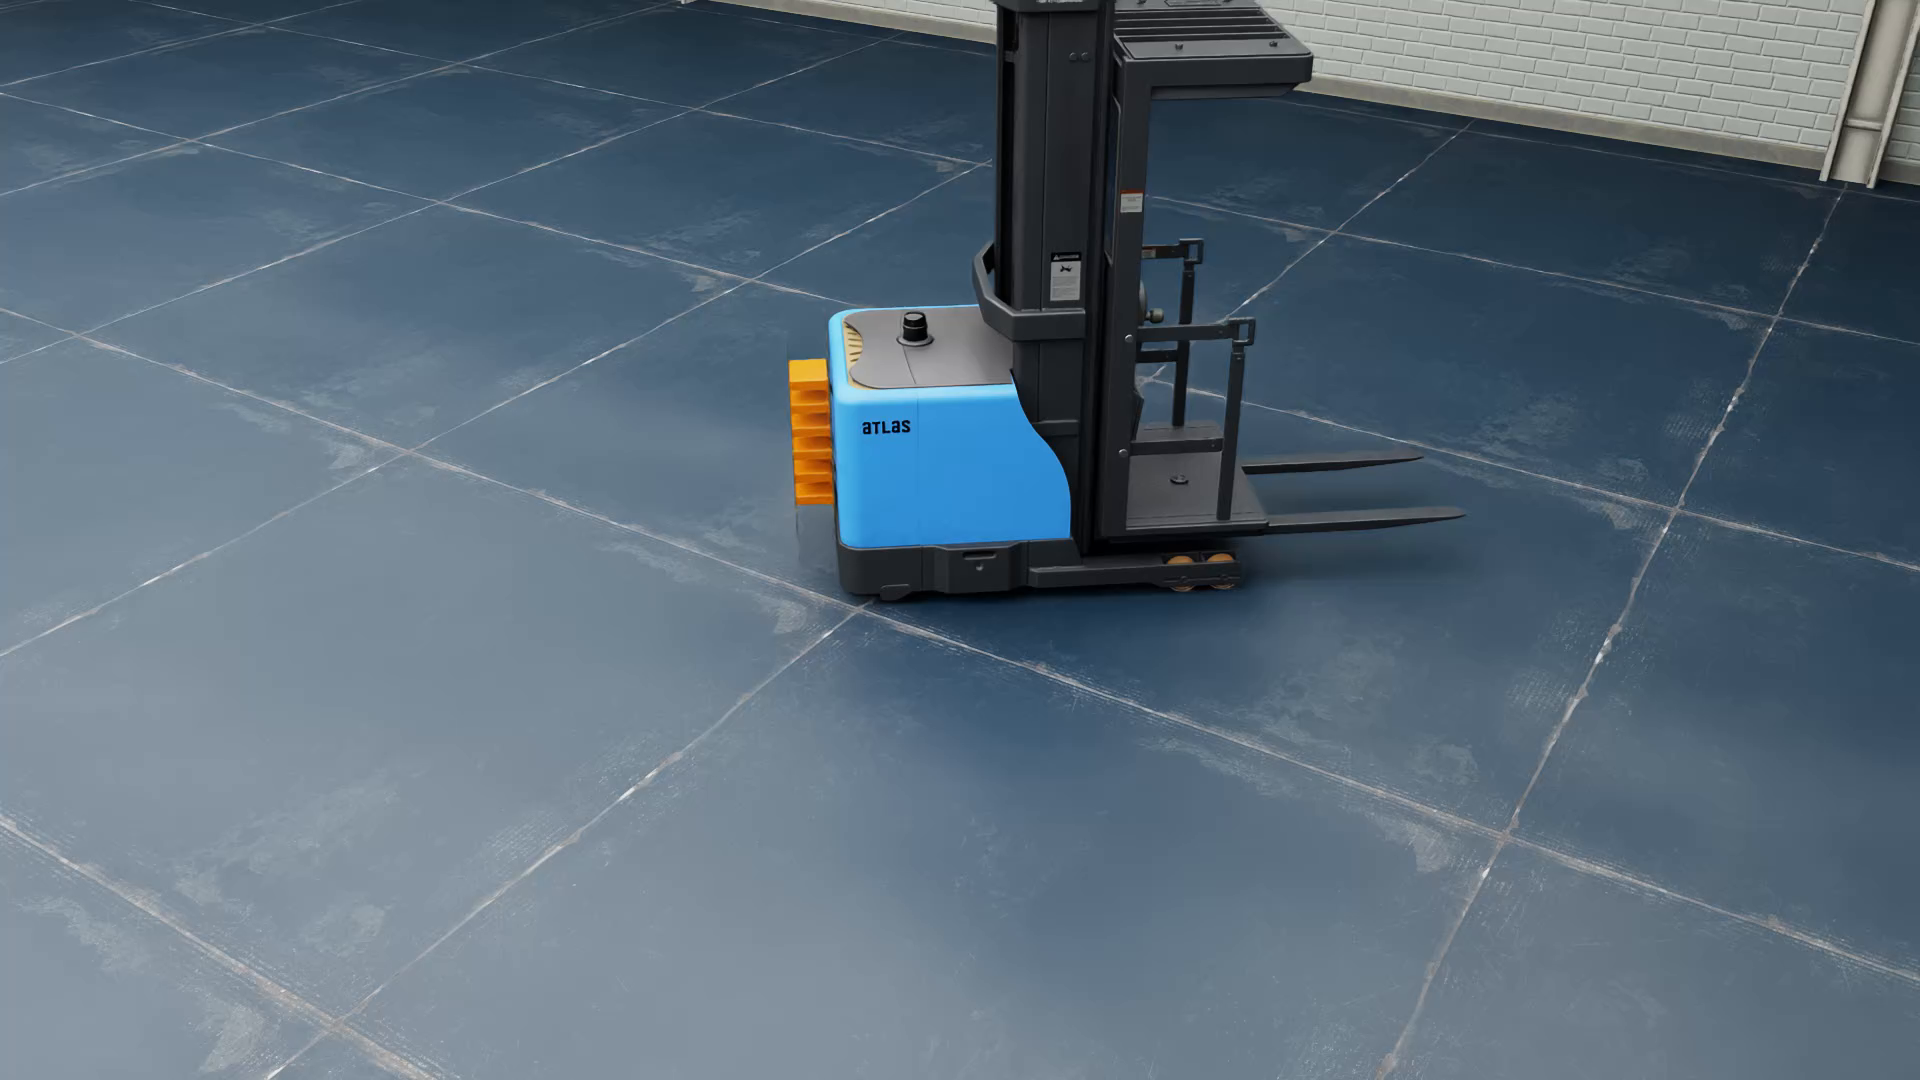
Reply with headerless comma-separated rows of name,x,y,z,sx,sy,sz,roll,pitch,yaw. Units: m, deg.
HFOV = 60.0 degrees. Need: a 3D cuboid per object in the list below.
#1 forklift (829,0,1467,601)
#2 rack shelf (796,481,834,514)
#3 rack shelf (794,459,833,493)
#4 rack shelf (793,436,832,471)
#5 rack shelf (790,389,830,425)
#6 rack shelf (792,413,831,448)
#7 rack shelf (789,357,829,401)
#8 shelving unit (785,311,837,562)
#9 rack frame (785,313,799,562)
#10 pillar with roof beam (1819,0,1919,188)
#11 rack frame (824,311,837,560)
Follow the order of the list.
forklift,0.906,-1.286,7.546,3.031,2.935,1.130,-3,30,-5
rack shelf,-0.702,-0.229,8.016,0.180,0.103,0.258,-3,30,-5
rack shelf,-0.702,-0.333,7.956,0.180,0.103,0.258,-3,30,-5
rack shelf,-0.702,-0.436,7.895,0.180,0.103,0.258,-3,30,-5
rack shelf,-0.702,-0.644,7.775,0.180,0.103,0.258,-3,30,-5
rack shelf,-0.702,-0.540,7.835,0.180,0.103,0.258,-3,30,-5
rack shelf,-0.702,-0.747,7.714,0.180,0.103,0.258,-3,30,-5
shelving unit,-0.702,-0.475,7.873,0.189,1.200,0.258,-3,30,-5
rack frame,-0.793,-0.470,7.865,0.006,1.200,0.240,-3,30,-5
pillar with roof beam,4.738,-4.902,7.723,0.400,9.000,9.100,18,35,27
rack frame,-0.611,-0.479,7.881,0.006,1.200,0.240,-3,30,-5
